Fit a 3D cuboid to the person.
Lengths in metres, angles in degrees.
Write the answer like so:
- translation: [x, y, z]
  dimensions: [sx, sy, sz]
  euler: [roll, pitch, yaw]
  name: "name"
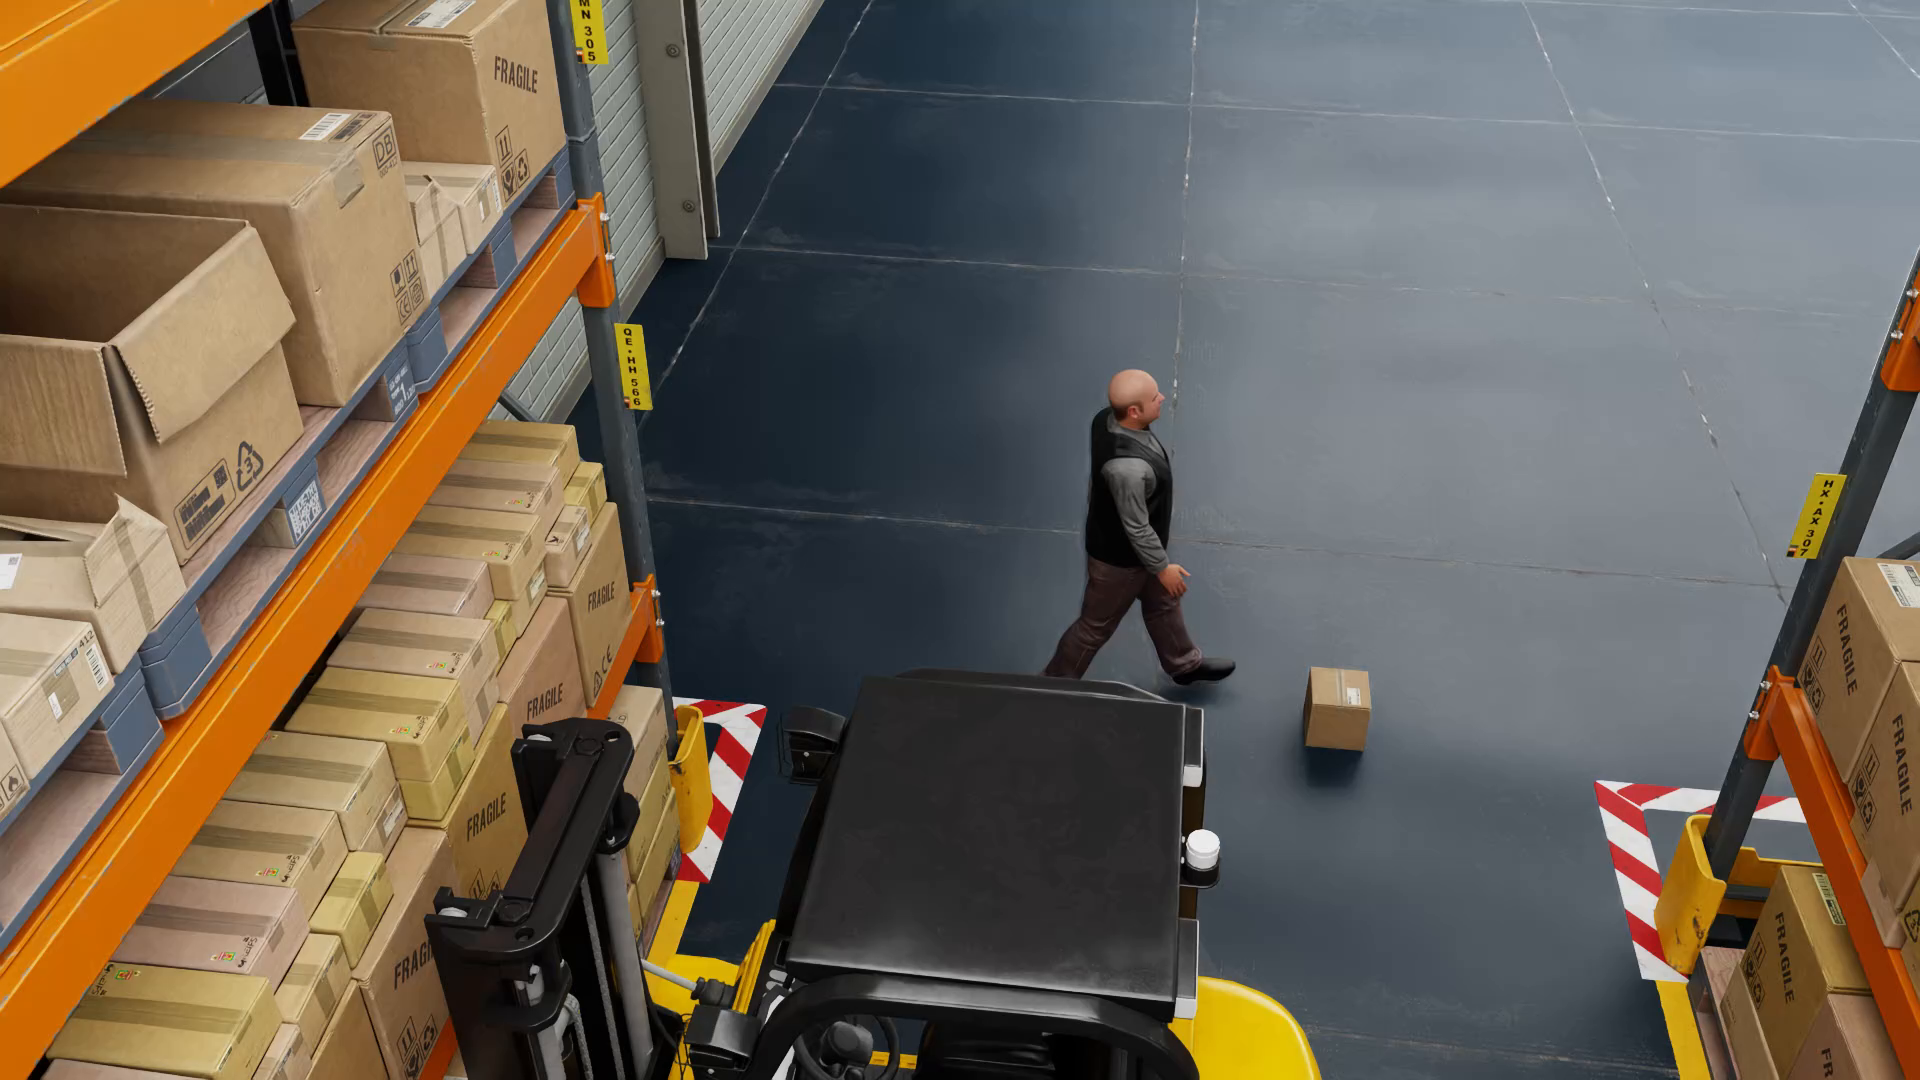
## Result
- translation: [0.796, 0.033, 6.986]
  dimensions: [0.886, 1.684, 0.546]
  euler: [4, 36, 5]
  name: "person"
